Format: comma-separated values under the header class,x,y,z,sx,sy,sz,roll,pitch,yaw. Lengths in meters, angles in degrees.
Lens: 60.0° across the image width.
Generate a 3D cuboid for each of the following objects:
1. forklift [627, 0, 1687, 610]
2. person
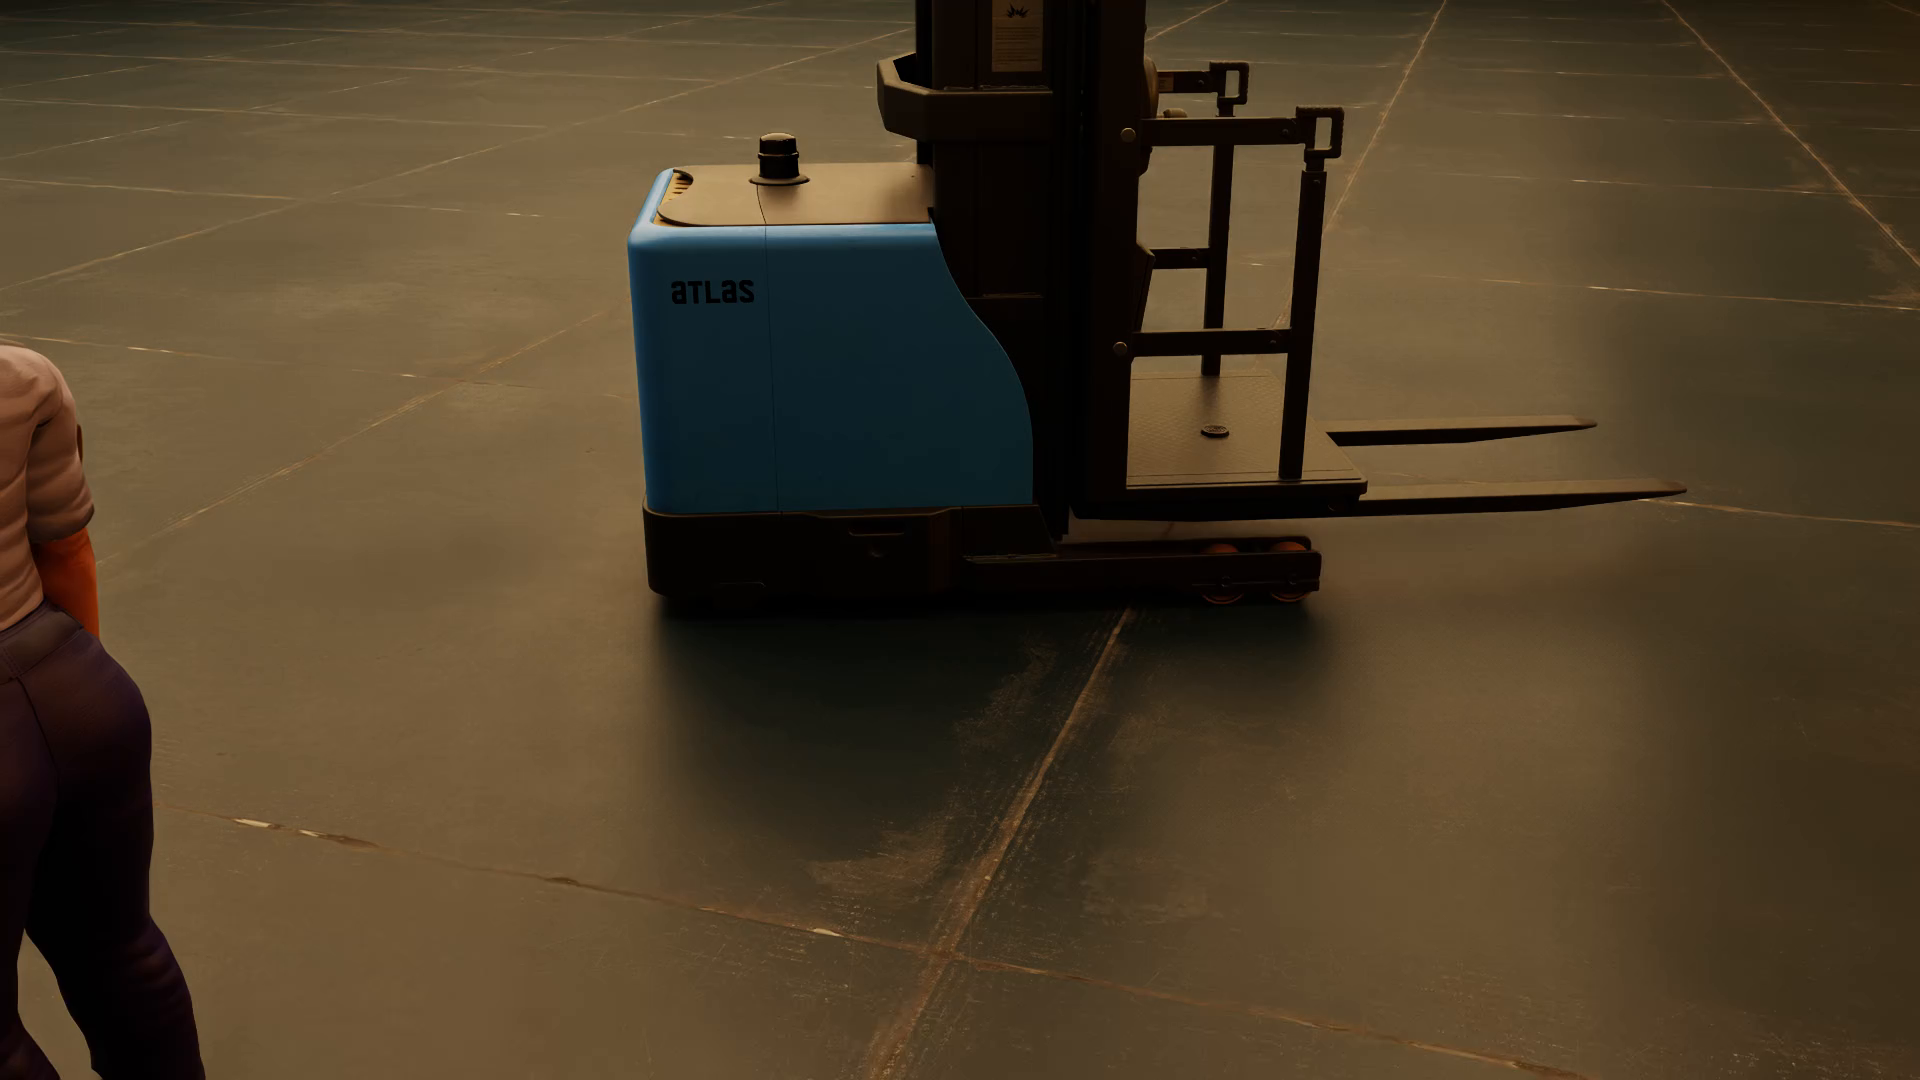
class,x,y,z,sx,sy,sz,roll,pitch,yaw
forklift,0.606,-1.374,4.608,3.031,2.935,1.130,-2,23,-4
person,-1.324,0.307,2.228,0.364,1.650,0.476,6,23,14
